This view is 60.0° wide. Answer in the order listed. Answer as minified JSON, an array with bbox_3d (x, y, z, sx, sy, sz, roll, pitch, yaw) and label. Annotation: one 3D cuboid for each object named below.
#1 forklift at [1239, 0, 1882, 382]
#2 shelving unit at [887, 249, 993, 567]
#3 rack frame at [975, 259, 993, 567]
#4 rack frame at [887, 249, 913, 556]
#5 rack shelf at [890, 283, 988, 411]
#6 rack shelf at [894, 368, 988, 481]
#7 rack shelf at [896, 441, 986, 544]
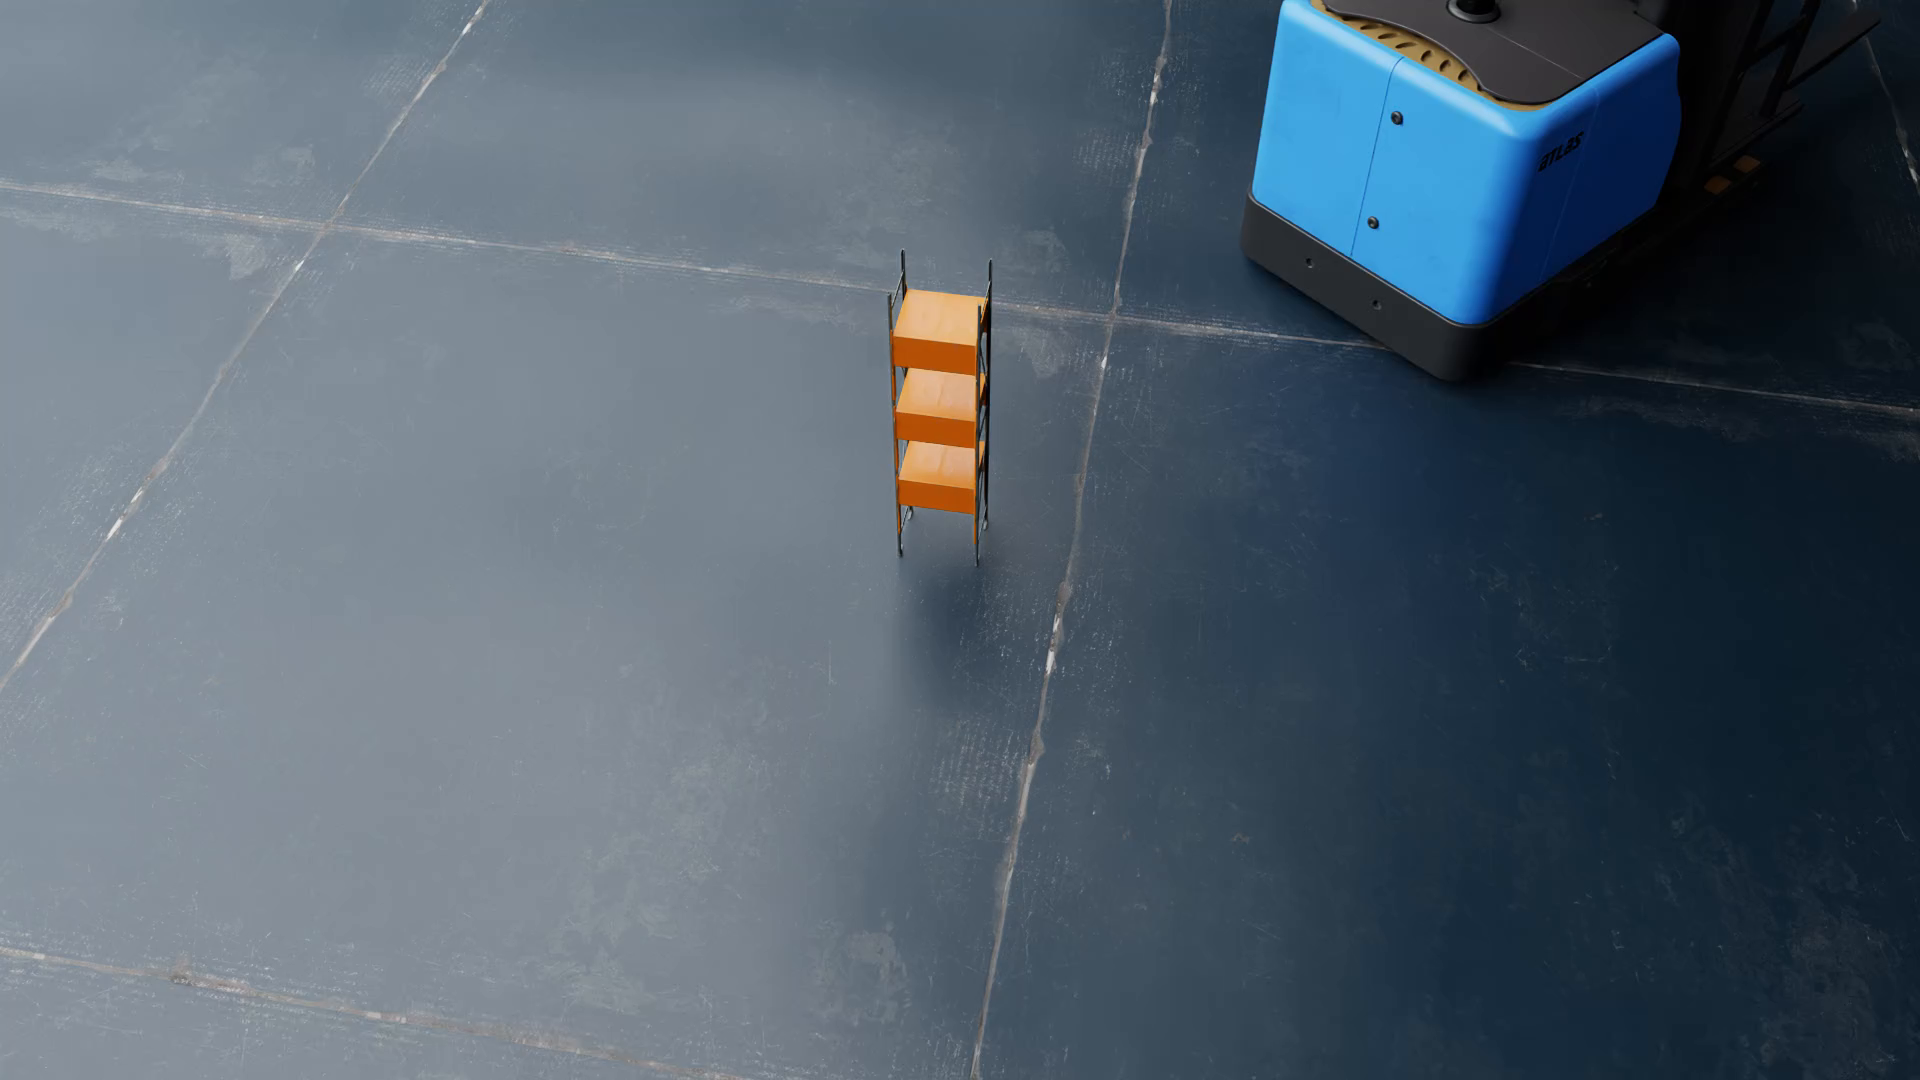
[{"bbox_3d":[2.474,-2.467,5.496,3.031,2.935,1.130,-33,56,-26],"label":"forklift"},{"bbox_3d":[-0.053,-0.358,4.866,0.252,1.050,0.215,8,49,7],"label":"shelving unit"},{"bbox_3d":[0.067,-0.342,4.851,0.008,1.050,0.200,8,49,7],"label":"rack frame"},{"bbox_3d":[-0.173,-0.374,4.880,0.008,1.050,0.200,8,49,7],"label":"rack frame"},{"bbox_3d":[-0.053,-0.541,4.663,0.240,0.259,0.215,8,49,7],"label":"rack shelf"},{"bbox_3d":[-0.053,-0.351,4.874,0.240,0.259,0.215,8,49,7],"label":"rack shelf"},{"bbox_3d":[-0.053,-0.165,5.080,0.240,0.259,0.215,8,49,7],"label":"rack shelf"}]
